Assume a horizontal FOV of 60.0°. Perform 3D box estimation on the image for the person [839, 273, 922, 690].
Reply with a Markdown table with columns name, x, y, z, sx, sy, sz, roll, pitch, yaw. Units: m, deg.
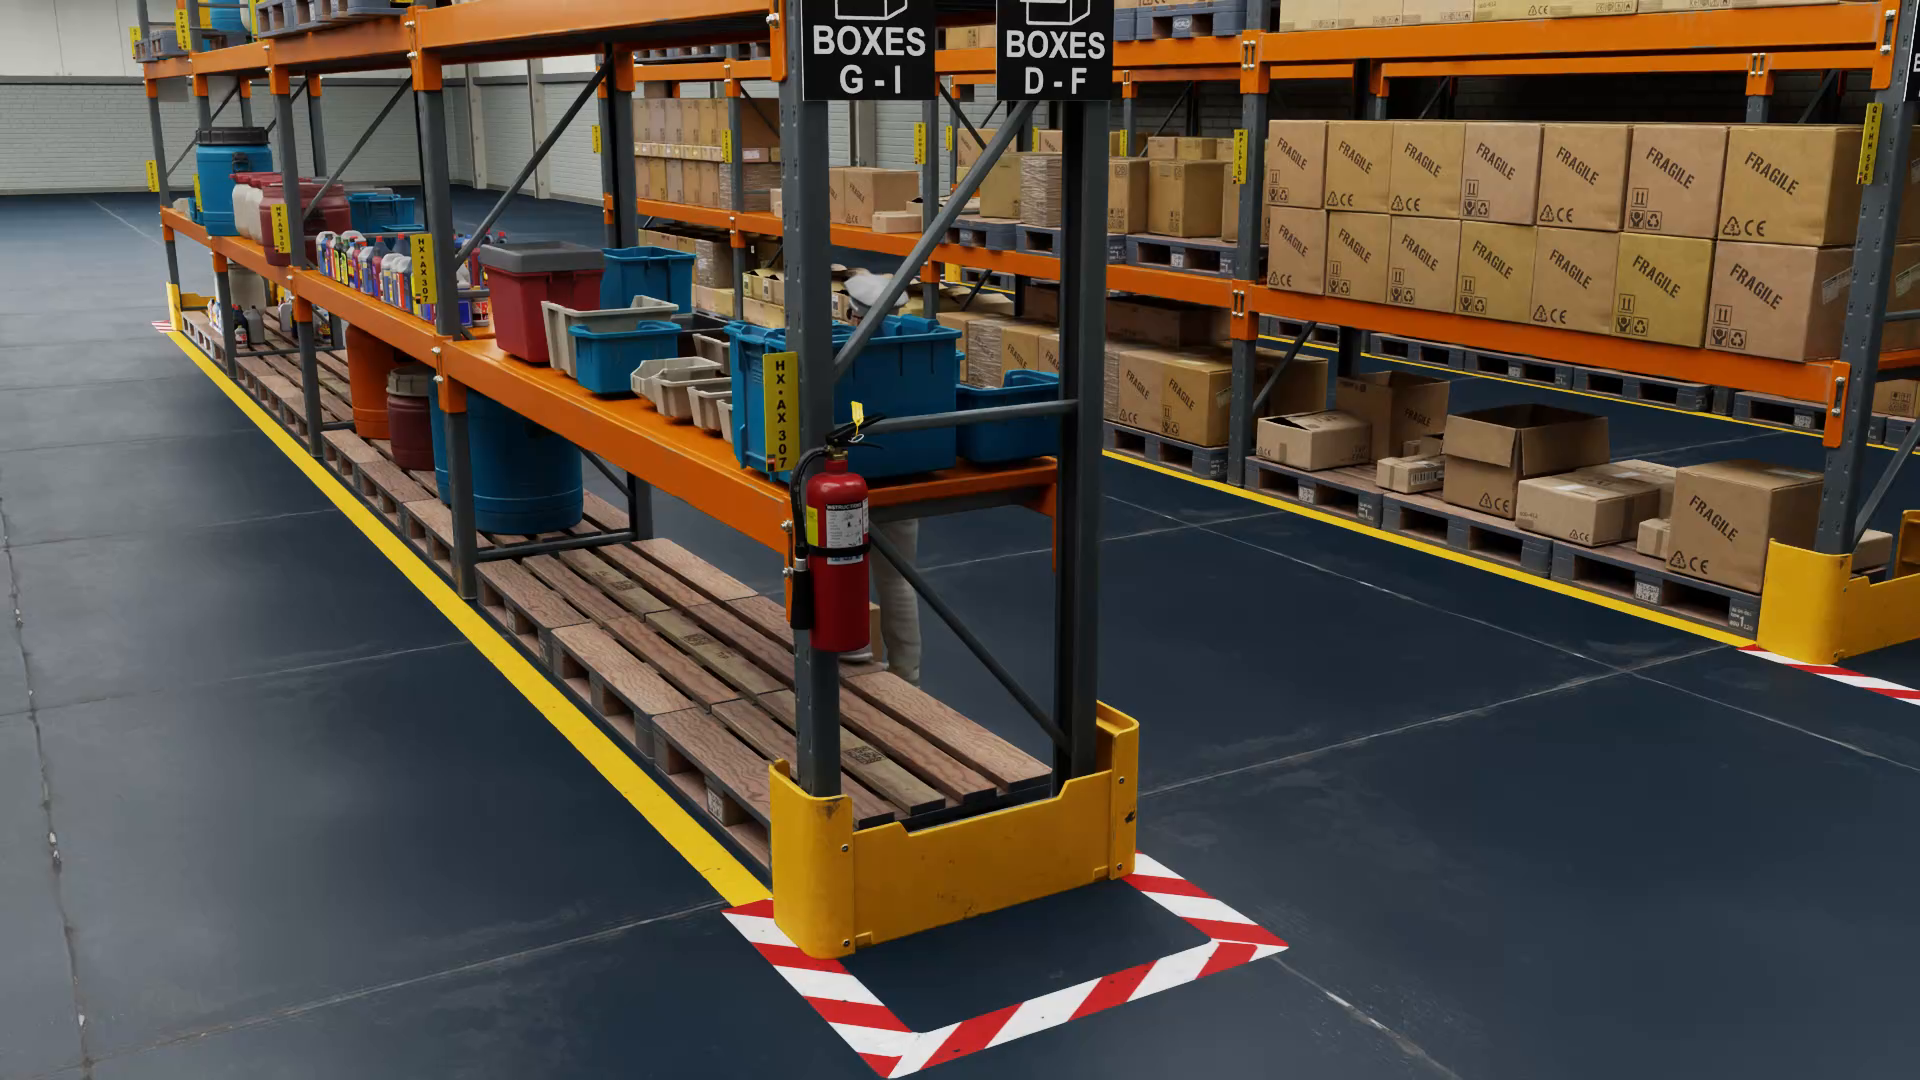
| name | x | y | z | sx | sy | sz | roll | pitch | yaw |
| --- | --- | --- | --- | --- | --- | --- | --- | --- | --- |
| person | -0.394 | -0.206 | 6.758 | 0.526 | 1.754 | 0.524 | -8 | 17 | -28 |
